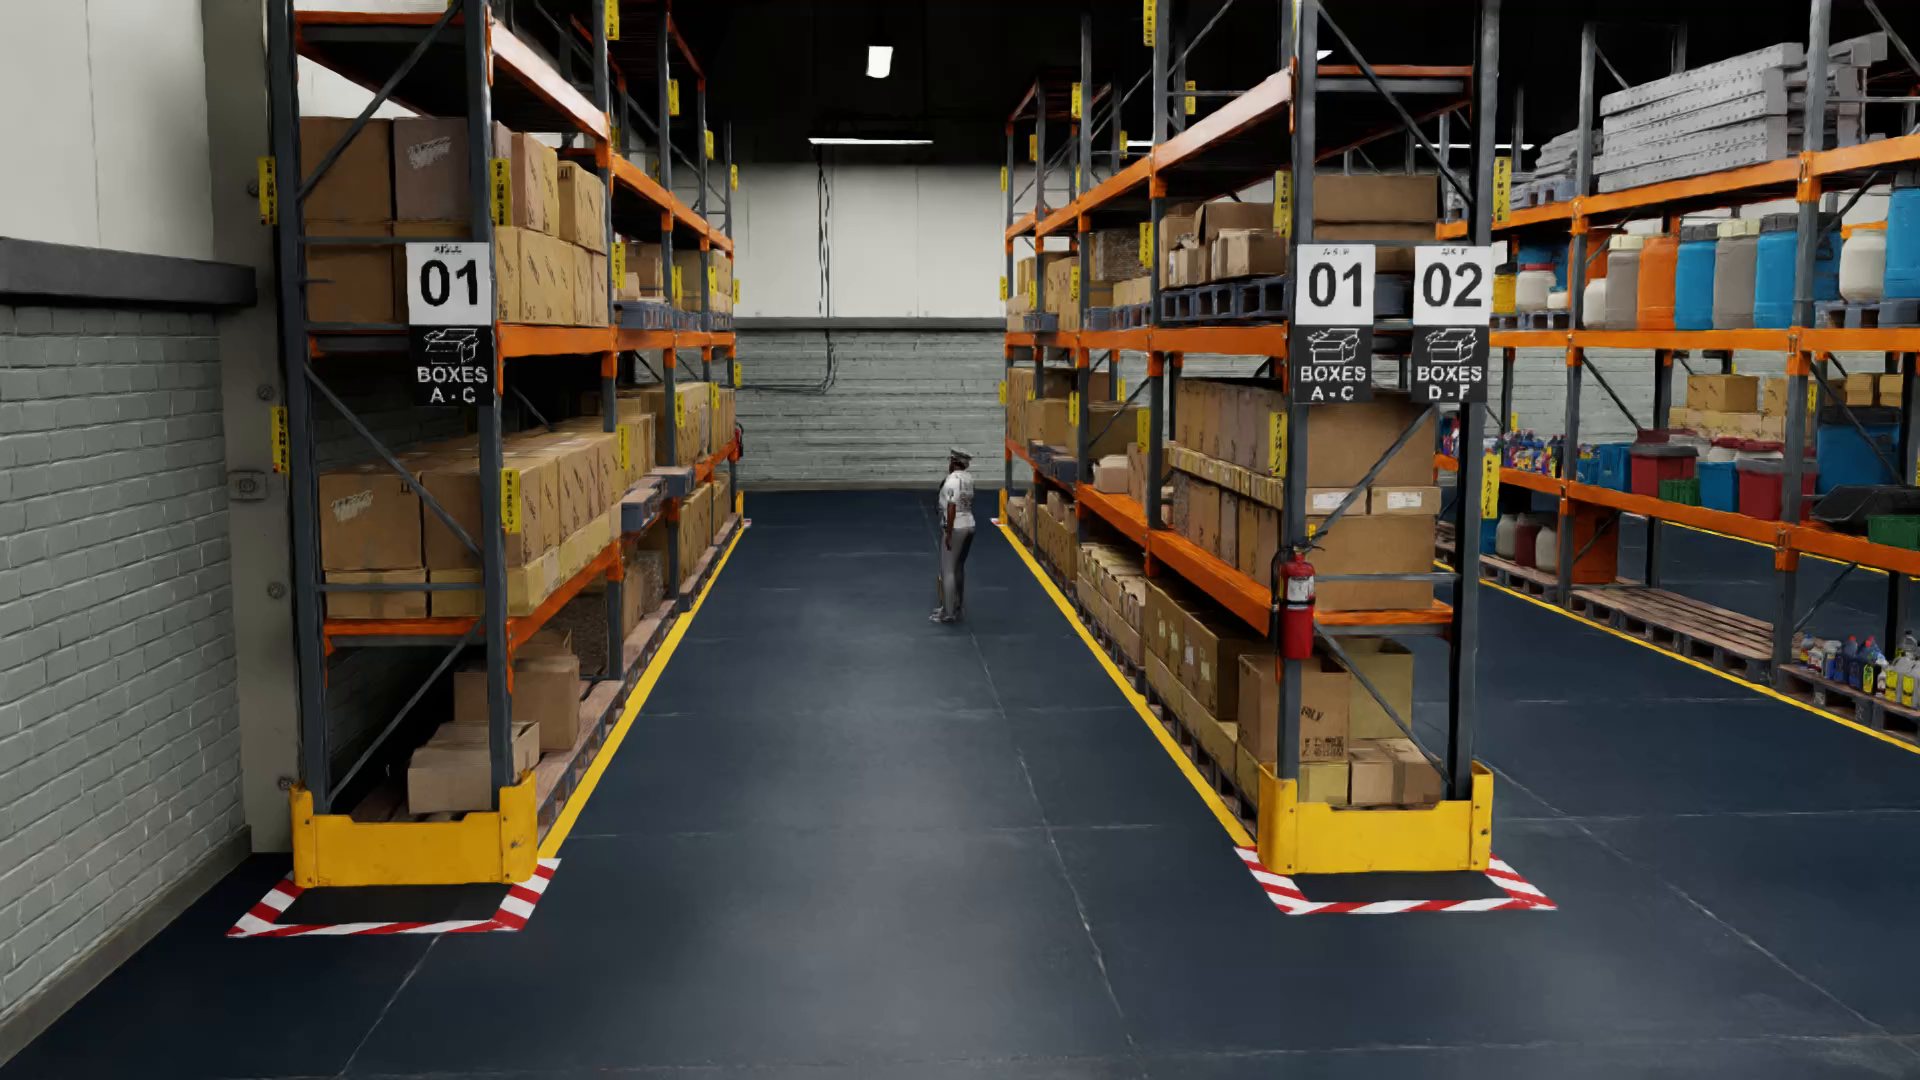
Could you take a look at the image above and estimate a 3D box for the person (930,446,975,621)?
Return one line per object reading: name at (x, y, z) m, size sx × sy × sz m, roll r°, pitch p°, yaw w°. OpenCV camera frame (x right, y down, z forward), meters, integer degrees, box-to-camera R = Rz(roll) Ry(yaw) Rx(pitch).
person at (-0.080, -0.068, 16.283) m, size 0.423 × 1.684 × 0.541 m, roll 3°, pitch 8°, yaw 24°
